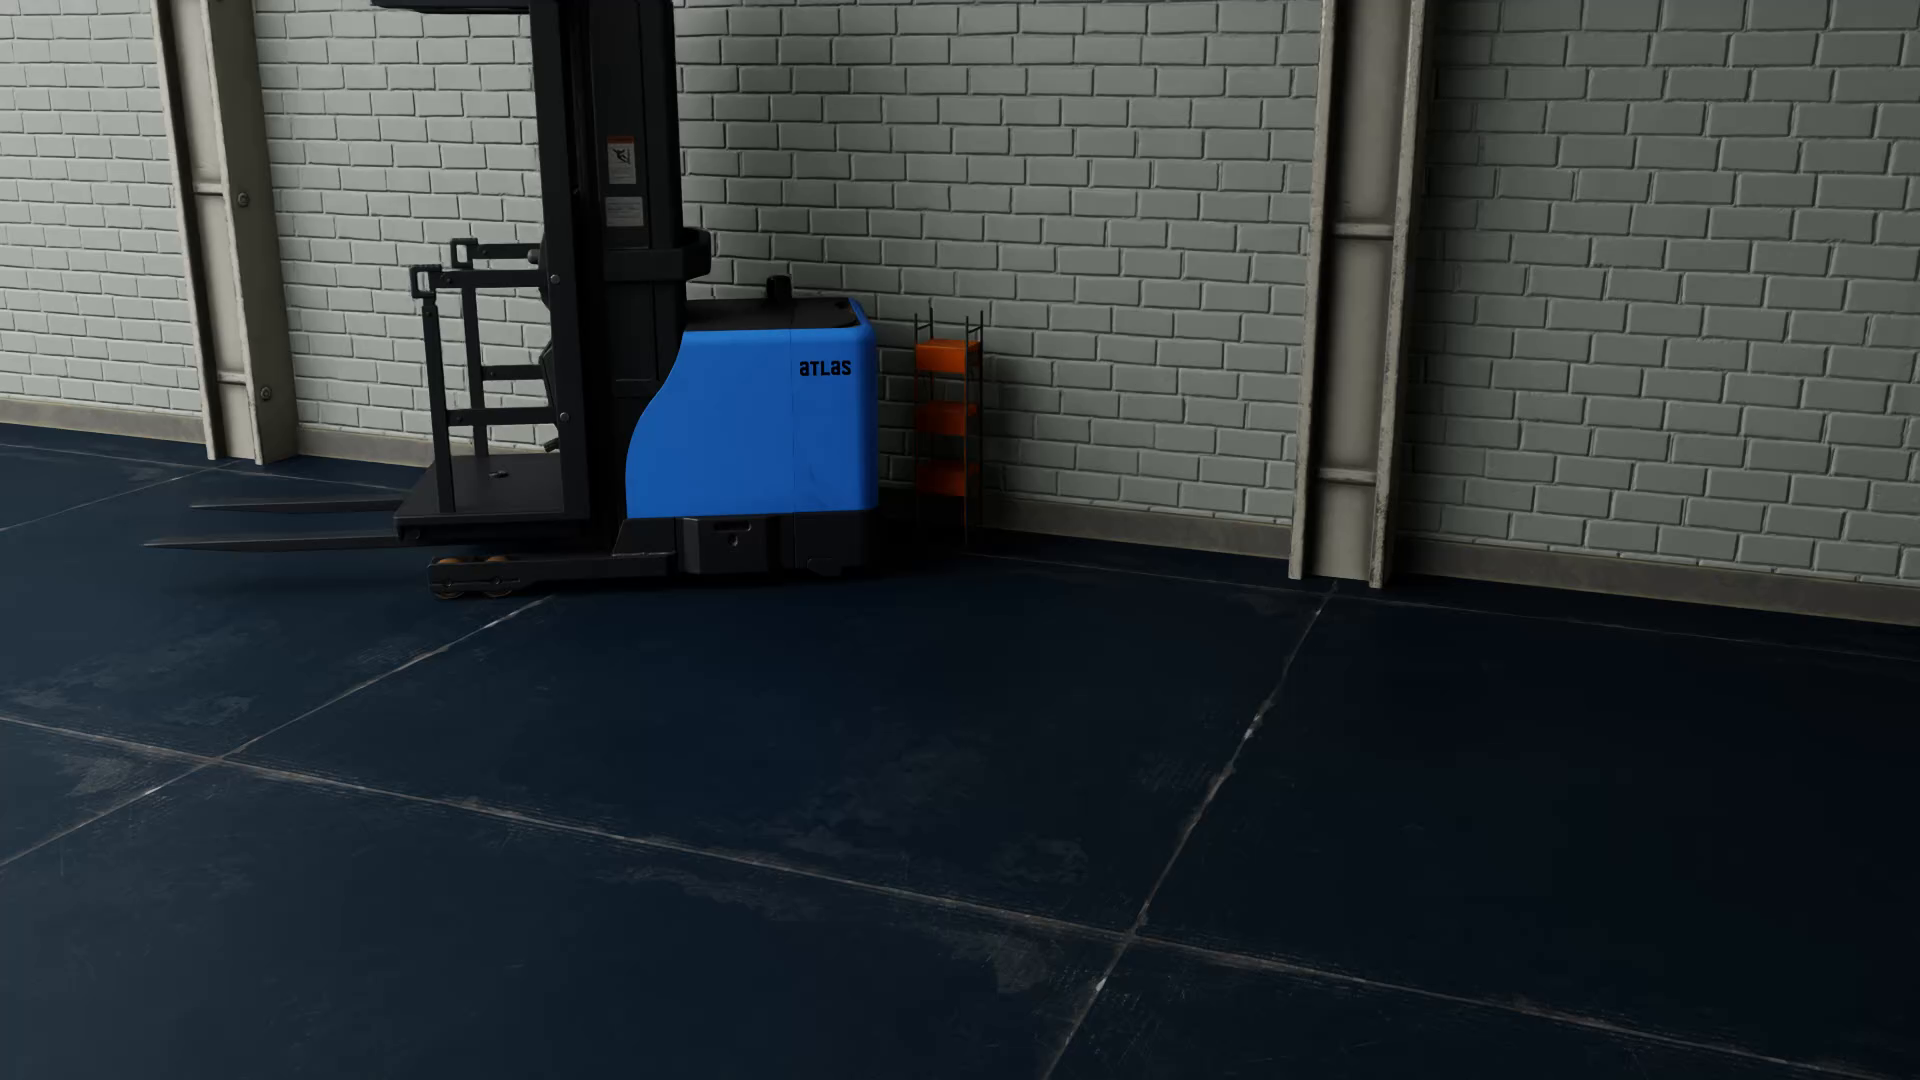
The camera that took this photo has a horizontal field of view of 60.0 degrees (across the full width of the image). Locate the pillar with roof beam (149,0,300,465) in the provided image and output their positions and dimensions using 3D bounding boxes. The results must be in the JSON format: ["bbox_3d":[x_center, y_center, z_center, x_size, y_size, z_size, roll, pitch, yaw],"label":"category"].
[{"bbox_3d":[-5.517,-3.675,4.193,0.400,9.000,9.100,6,17,21],"label":"pillar with roof beam"}]

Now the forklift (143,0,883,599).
[{"bbox_3d":[-1.889,-1.321,6.968,3.031,2.935,1.130,-2,16,-7],"label":"forklift"}]

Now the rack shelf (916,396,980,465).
[{"bbox_3d":[-0.050,-0.499,7.549,0.240,0.259,0.215,6,17,21],"label":"rack shelf"}]

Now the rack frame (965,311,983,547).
[{"bbox_3d":[0.064,-0.497,7.503,0.008,1.050,0.200,6,17,21],"label":"rack frame"}]

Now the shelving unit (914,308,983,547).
[{"bbox_3d":[-0.050,-0.510,7.546,0.252,1.050,0.215,6,17,21],"label":"shelving unit"}]

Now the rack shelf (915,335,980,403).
[{"bbox_3d":[-0.050,-0.772,7.470,0.240,0.259,0.215,6,17,21],"label":"rack shelf"}]

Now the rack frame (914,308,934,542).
[{"bbox_3d":[-0.163,-0.522,7.589,0.008,1.050,0.200,6,17,21],"label":"rack frame"}]

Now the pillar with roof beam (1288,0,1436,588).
[{"bbox_3d":[0.065,-3.061,2.078,0.400,9.000,9.100,6,17,21],"label":"pillar with roof beam"}]

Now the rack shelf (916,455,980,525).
[{"bbox_3d":[-0.050,-0.233,7.627,0.240,0.259,0.215,6,17,21],"label":"rack shelf"}]
